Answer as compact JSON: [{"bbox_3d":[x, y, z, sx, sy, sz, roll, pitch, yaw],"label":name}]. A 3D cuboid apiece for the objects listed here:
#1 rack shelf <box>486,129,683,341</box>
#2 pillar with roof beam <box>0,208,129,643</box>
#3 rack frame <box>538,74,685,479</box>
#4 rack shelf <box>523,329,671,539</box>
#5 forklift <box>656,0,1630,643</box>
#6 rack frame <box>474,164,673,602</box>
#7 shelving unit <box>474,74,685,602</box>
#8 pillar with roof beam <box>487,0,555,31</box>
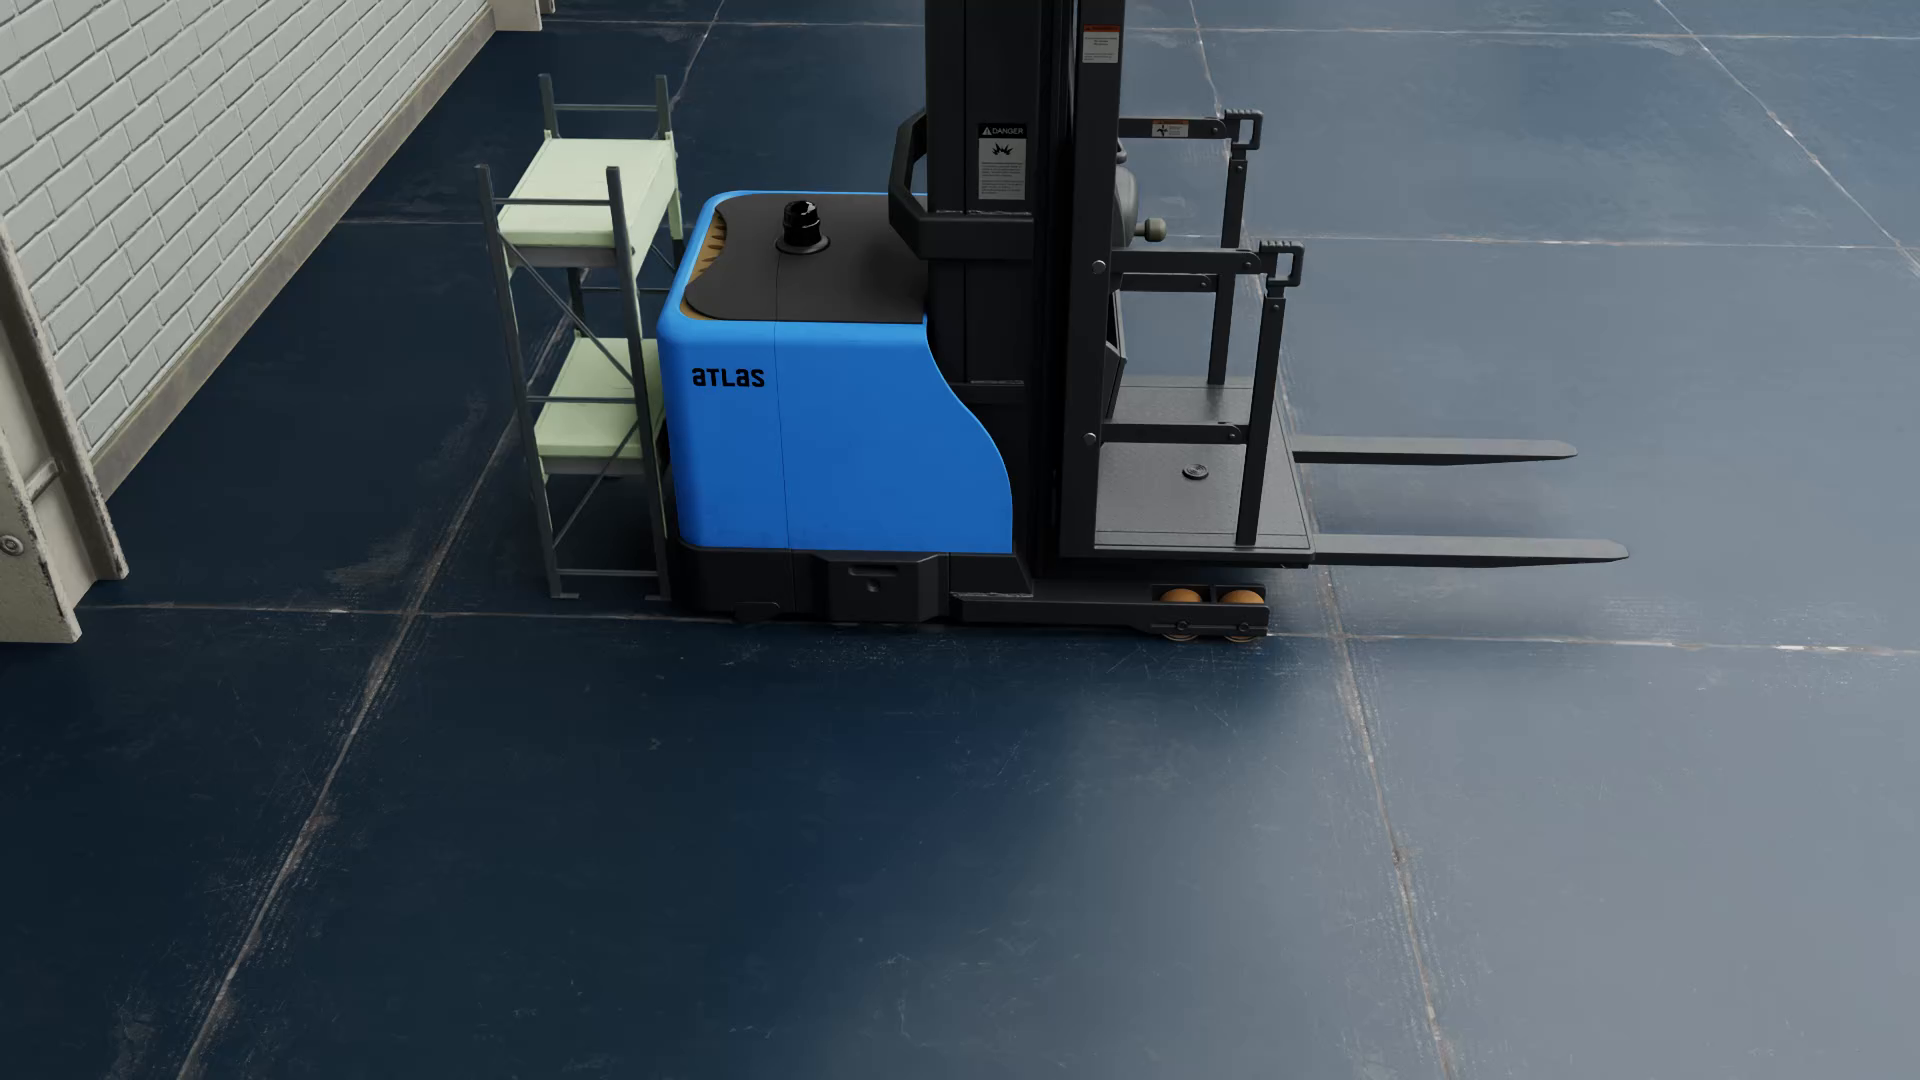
[{"bbox_3d":[-1.134,-0.951,5.120,0.431,0.370,0.720,1,35,2],"label":"rack shelf"},{"bbox_3d":[1.341,-3.372,2.722,9.100,9.000,0.400,1,35,2],"label":"pillar with roof beam"},{"bbox_3d":[-1.122,-0.842,5.644,0.400,1.500,0.023,1,35,2],"label":"rack frame"},{"bbox_3d":[-1.134,-0.365,5.532,0.431,0.370,0.720,1,35,2],"label":"rack shelf"},{"bbox_3d":[0.630,-1.187,4.889,3.031,2.935,1.130,1,35,2],"label":"forklift"},{"bbox_3d":[-1.147,-0.421,5.045,0.400,1.500,0.023,1,35,2],"label":"rack frame"},{"bbox_3d":[-1.134,-0.632,5.345,0.431,1.500,0.755,1,35,2],"label":"shelving unit"},{"bbox_3d":[1.582,-6.819,7.627,9.100,9.000,0.400,1,35,2],"label":"pillar with roof beam"}]
